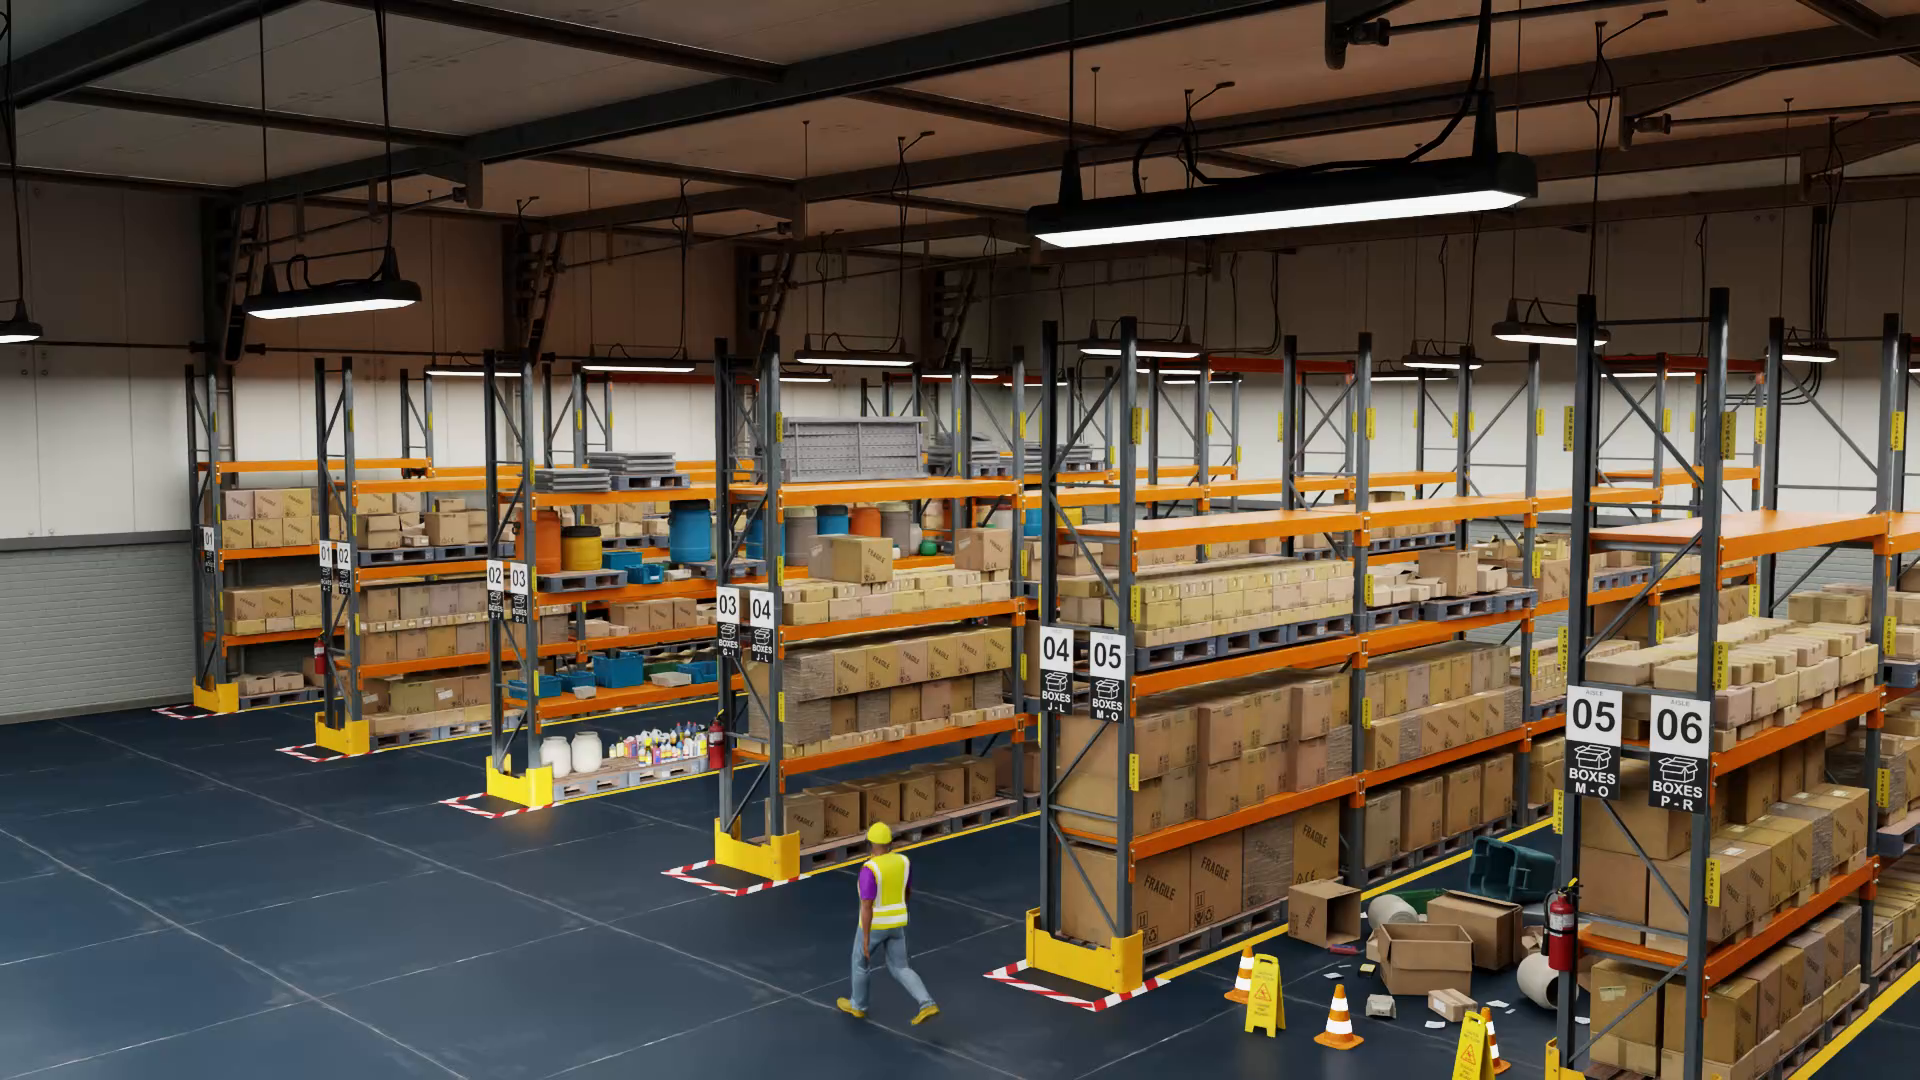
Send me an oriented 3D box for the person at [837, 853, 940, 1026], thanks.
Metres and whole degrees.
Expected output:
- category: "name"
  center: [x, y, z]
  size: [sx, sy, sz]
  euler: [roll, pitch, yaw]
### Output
- category: "person"
  center: [-0.609, 3.360, 14.025]
  size: [0.590, 1.469, 1.068]
  euler: [-4, 6, -42]
